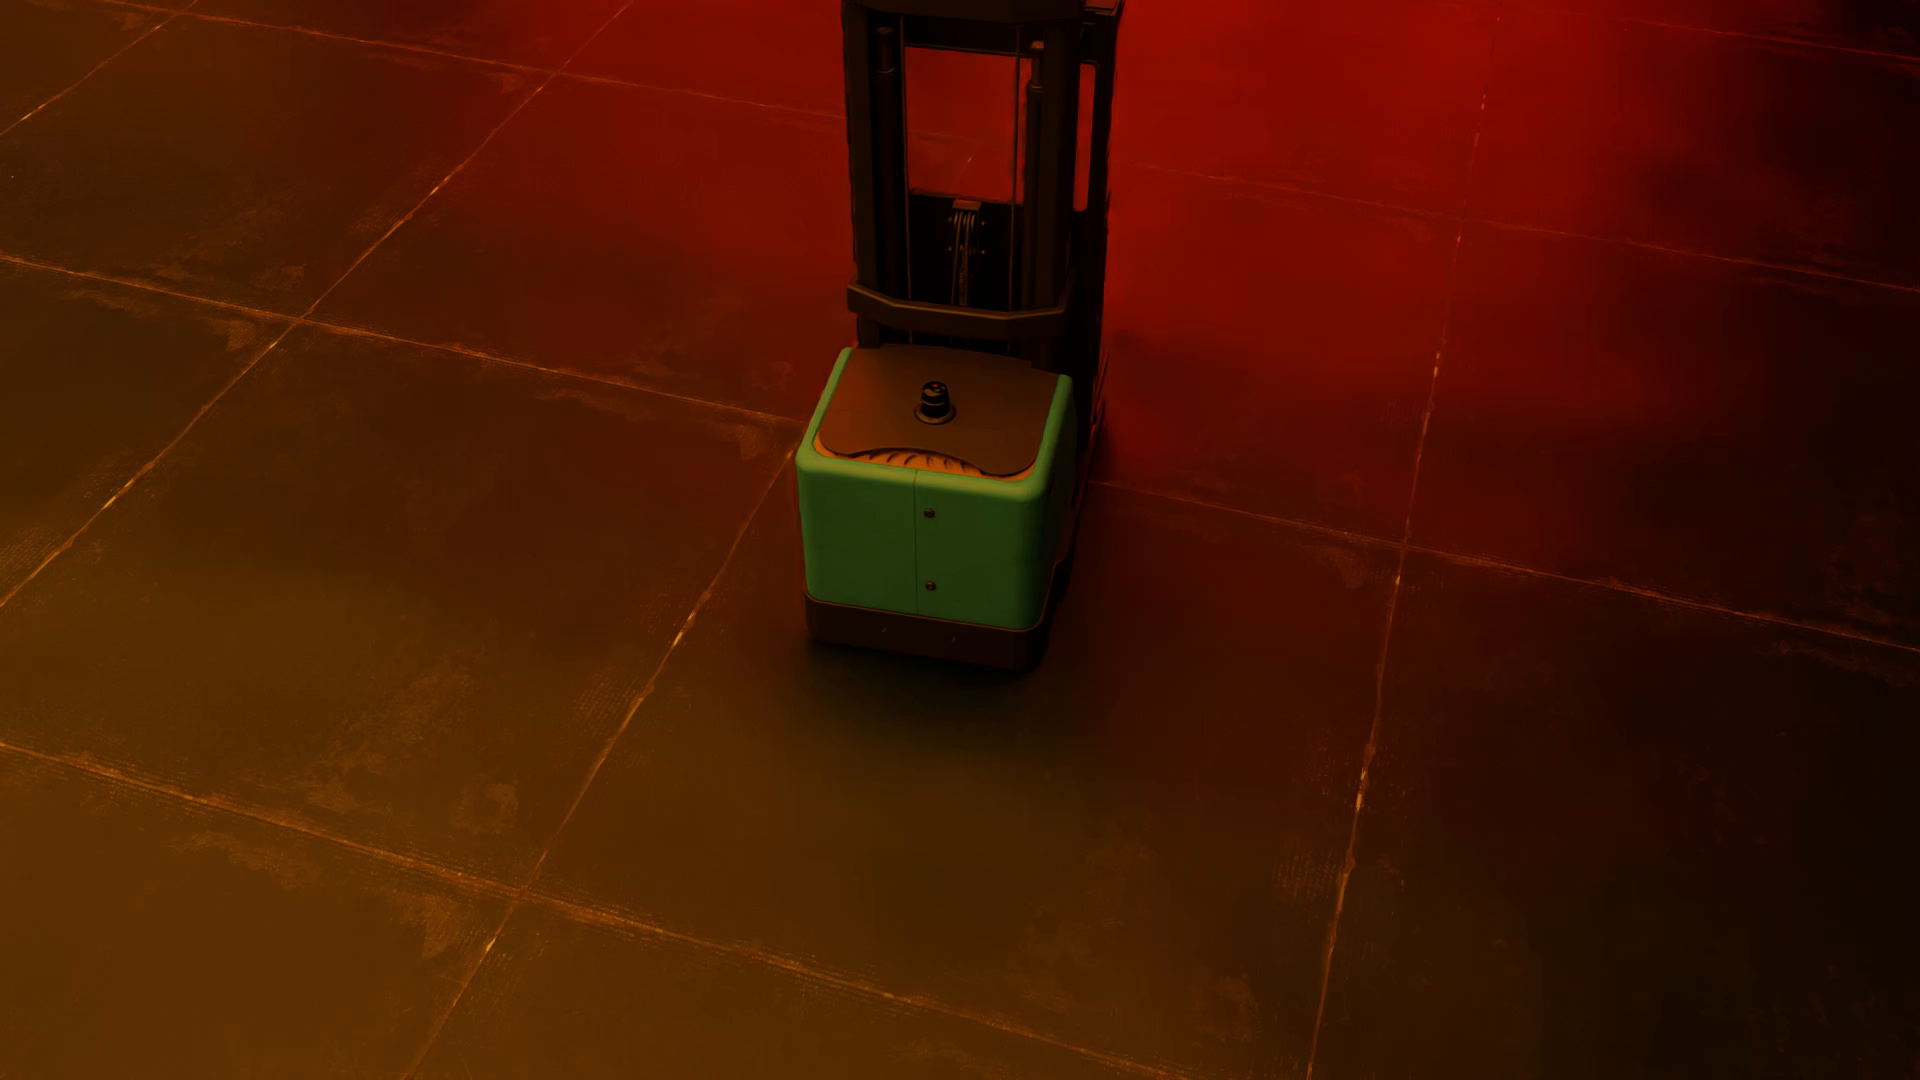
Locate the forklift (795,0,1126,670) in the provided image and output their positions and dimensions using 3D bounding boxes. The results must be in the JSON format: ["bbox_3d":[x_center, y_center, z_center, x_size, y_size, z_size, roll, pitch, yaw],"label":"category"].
[{"bbox_3d":[0.123,-1.530,7.333,1.130,2.935,3.031,8,44,8],"label":"forklift"}]
